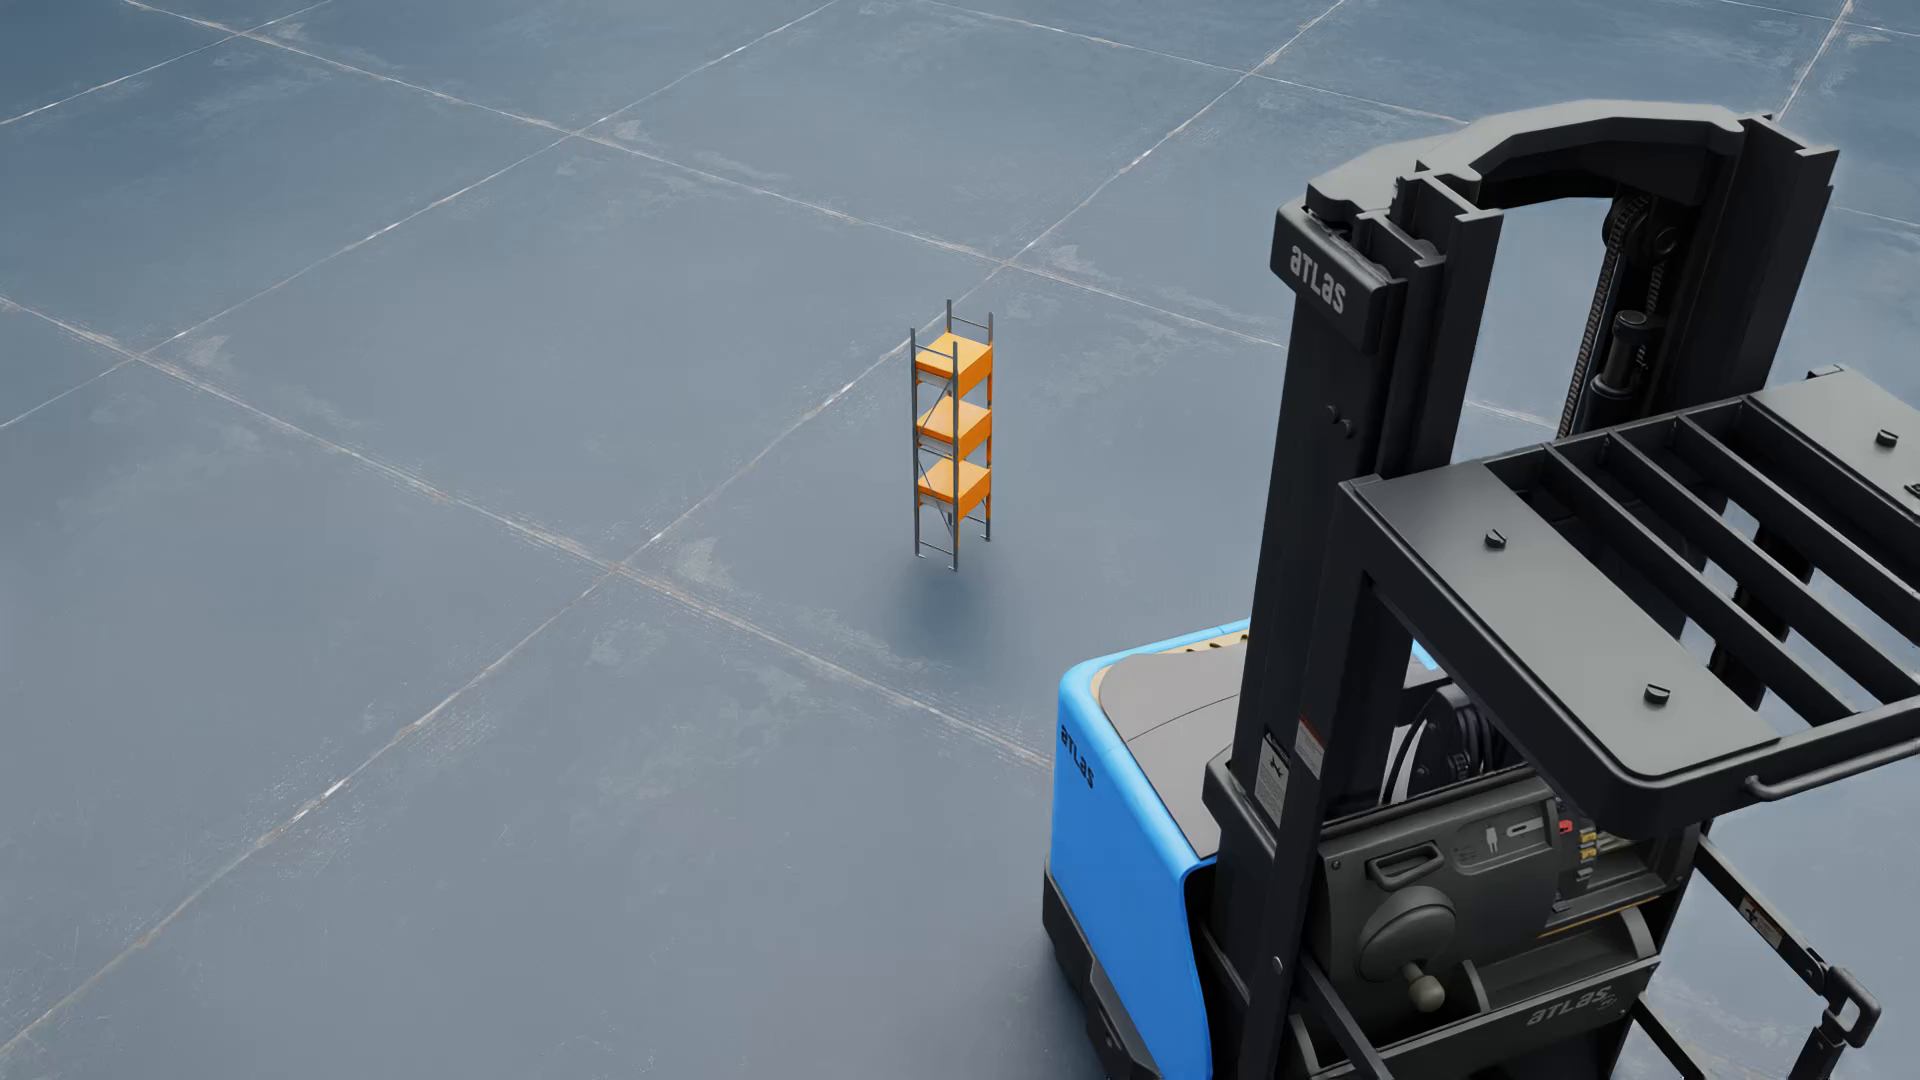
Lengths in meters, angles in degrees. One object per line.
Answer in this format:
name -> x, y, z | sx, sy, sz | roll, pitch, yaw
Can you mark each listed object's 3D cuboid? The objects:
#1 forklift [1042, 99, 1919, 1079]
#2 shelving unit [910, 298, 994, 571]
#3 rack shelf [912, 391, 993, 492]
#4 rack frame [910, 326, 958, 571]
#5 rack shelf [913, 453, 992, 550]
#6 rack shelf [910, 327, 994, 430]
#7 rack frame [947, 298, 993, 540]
forklift -> 1.251, 0.773, 3.347 | 1.130, 2.935, 3.031 | -13, 40, -16
shelving unit -> -0.029, -0.388, 6.394 | 0.215, 1.050, 0.252 | 21, 42, 25
rack shelf -> -0.029, -0.380, 6.400 | 0.215, 0.259, 0.240 | 21, 42, 25
rack frame -> -0.094, -0.325, 6.312 | 0.200, 1.050, 0.008 | 21, 42, 25
rack shelf -> -0.029, -0.160, 6.570 | 0.215, 0.259, 0.240 | 21, 42, 25
rack shelf -> -0.029, -0.605, 6.227 | 0.215, 0.259, 0.240 | 21, 42, 25
rack frame -> 0.037, -0.451, 6.475 | 0.200, 1.050, 0.008 | 21, 42, 25
